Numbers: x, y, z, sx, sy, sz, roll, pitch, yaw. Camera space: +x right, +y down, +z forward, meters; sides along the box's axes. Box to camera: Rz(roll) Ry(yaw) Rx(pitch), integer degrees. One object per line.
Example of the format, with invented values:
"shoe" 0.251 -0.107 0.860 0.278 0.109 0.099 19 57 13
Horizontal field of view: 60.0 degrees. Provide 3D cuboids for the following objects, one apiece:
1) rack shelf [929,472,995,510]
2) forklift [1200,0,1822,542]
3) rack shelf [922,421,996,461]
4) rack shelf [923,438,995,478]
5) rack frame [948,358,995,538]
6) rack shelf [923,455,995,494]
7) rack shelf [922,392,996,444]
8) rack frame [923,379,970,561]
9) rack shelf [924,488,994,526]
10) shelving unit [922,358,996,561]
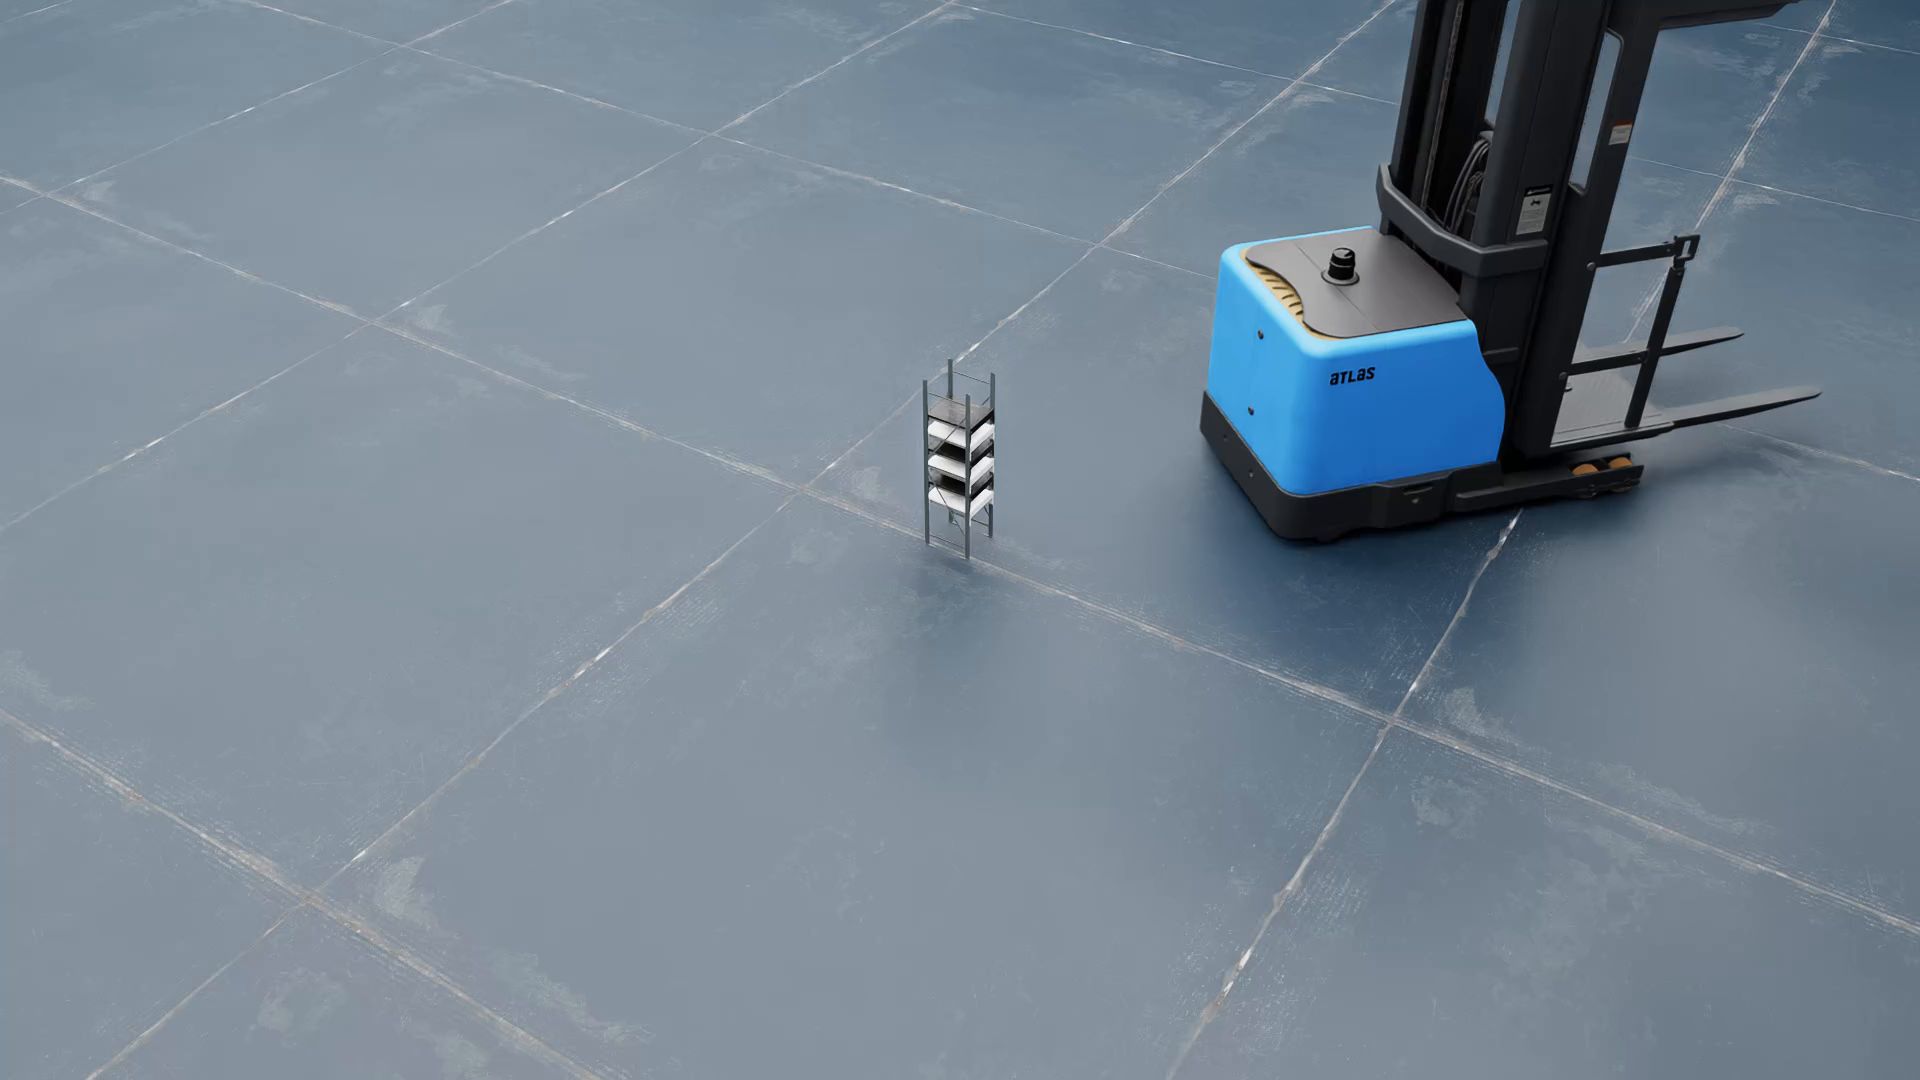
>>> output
"rack shelf" -0.004 -0.255 7.545 0.258 0.077 0.200 21 42 25
"forklift" 2.780 -1.659 7.501 3.031 2.935 1.130 -10 39 -13
"rack shelf" -0.004 -0.468 7.380 0.258 0.077 0.200 21 42 25
"rack shelf" -0.004 -0.397 7.435 0.258 0.077 0.200 21 42 25
"rack frame" 0.050 -0.405 7.538 0.240 0.900 0.006 21 42 25
"rack shelf" -0.004 -0.326 7.490 0.258 0.077 0.200 21 42 25
"rack shelf" -0.004 -0.540 7.325 0.258 0.077 0.200 21 42 25
"rack frame" -0.059 -0.300 7.402 0.240 0.900 0.006 21 42 25
"rack shelf" -0.004 -0.183 7.600 0.258 0.077 0.200 21 42 25
"shelving unit" -0.004 -0.352 7.470 0.258 0.900 0.210 21 42 25
